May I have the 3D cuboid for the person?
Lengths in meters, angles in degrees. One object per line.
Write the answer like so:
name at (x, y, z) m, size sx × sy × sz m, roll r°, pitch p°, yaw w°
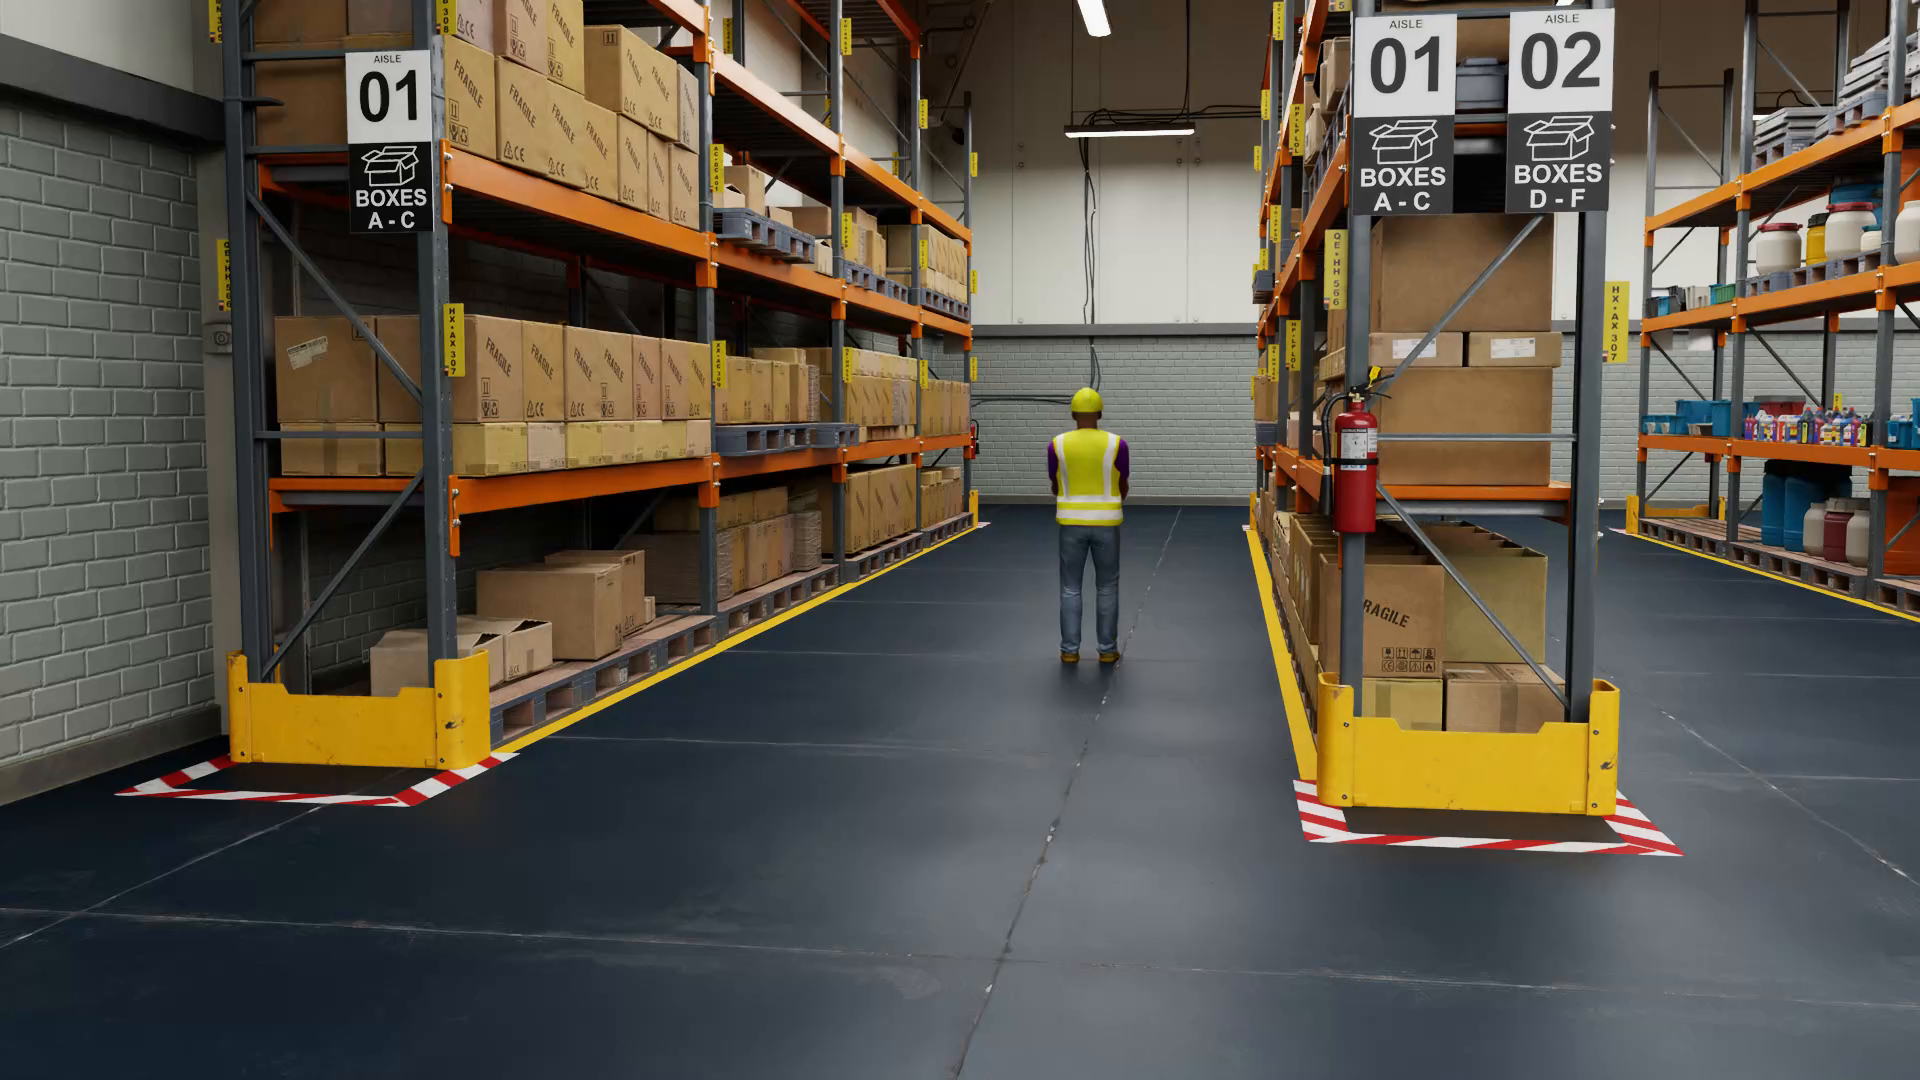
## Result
person at (0.839, -0.100, 10.791) m, size 0.521 × 1.766 × 0.573 m, roll 1°, pitch 4°, yaw 8°
